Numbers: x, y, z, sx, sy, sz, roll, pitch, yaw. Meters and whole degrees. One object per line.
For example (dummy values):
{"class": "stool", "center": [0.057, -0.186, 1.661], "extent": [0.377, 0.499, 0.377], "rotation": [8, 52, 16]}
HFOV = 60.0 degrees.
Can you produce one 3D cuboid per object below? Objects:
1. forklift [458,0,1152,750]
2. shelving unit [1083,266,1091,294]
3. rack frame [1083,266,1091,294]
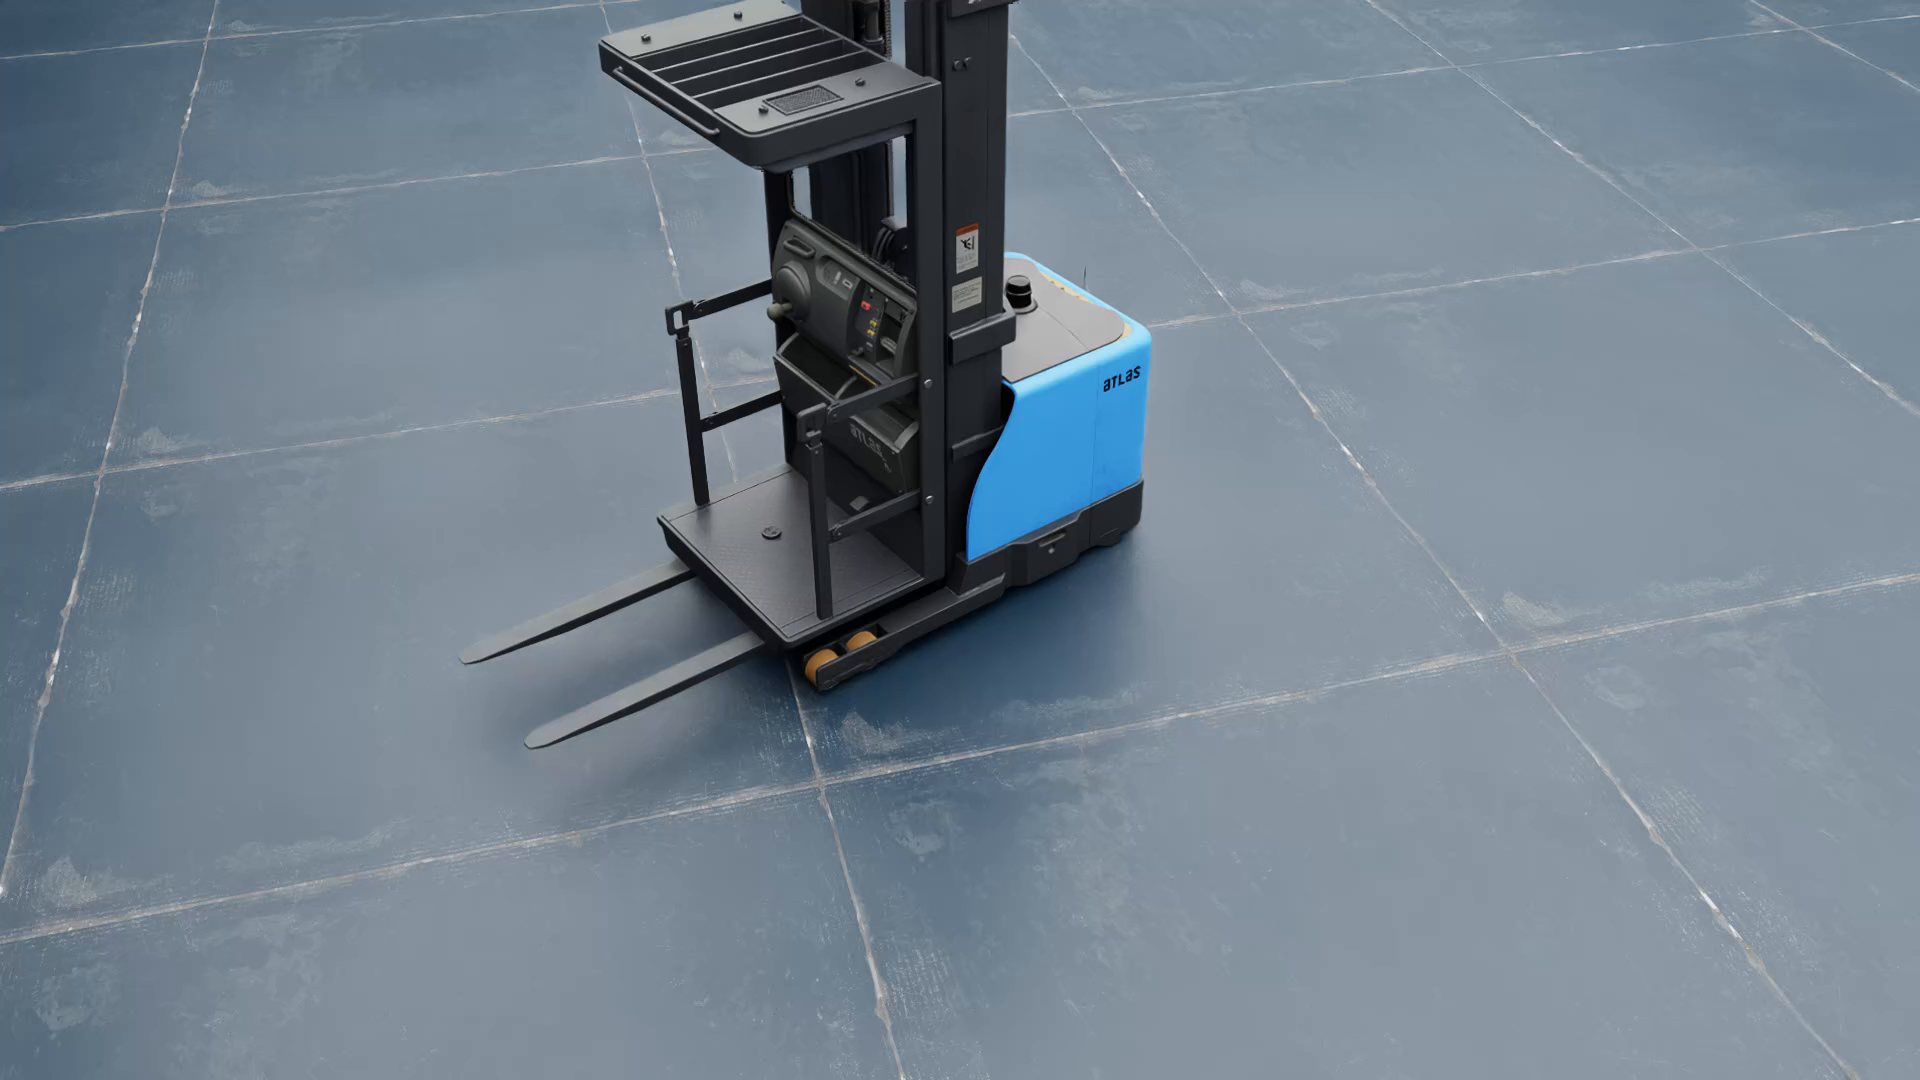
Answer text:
{"class": "forklift", "center": [-0.635, -0.906, 6.521], "extent": [3.031, 2.935, 1.130], "rotation": [-25, 44, -29]}
{"class": "shelving unit", "center": [0.504, -0.883, 8.163], "extent": [0.210, 0.900, 0.258], "rotation": [-2, 37, -2]}
{"class": "rack frame", "center": [0.606, -0.885, 8.167], "extent": [0.006, 0.900, 0.240], "rotation": [-2, 37, -2]}
